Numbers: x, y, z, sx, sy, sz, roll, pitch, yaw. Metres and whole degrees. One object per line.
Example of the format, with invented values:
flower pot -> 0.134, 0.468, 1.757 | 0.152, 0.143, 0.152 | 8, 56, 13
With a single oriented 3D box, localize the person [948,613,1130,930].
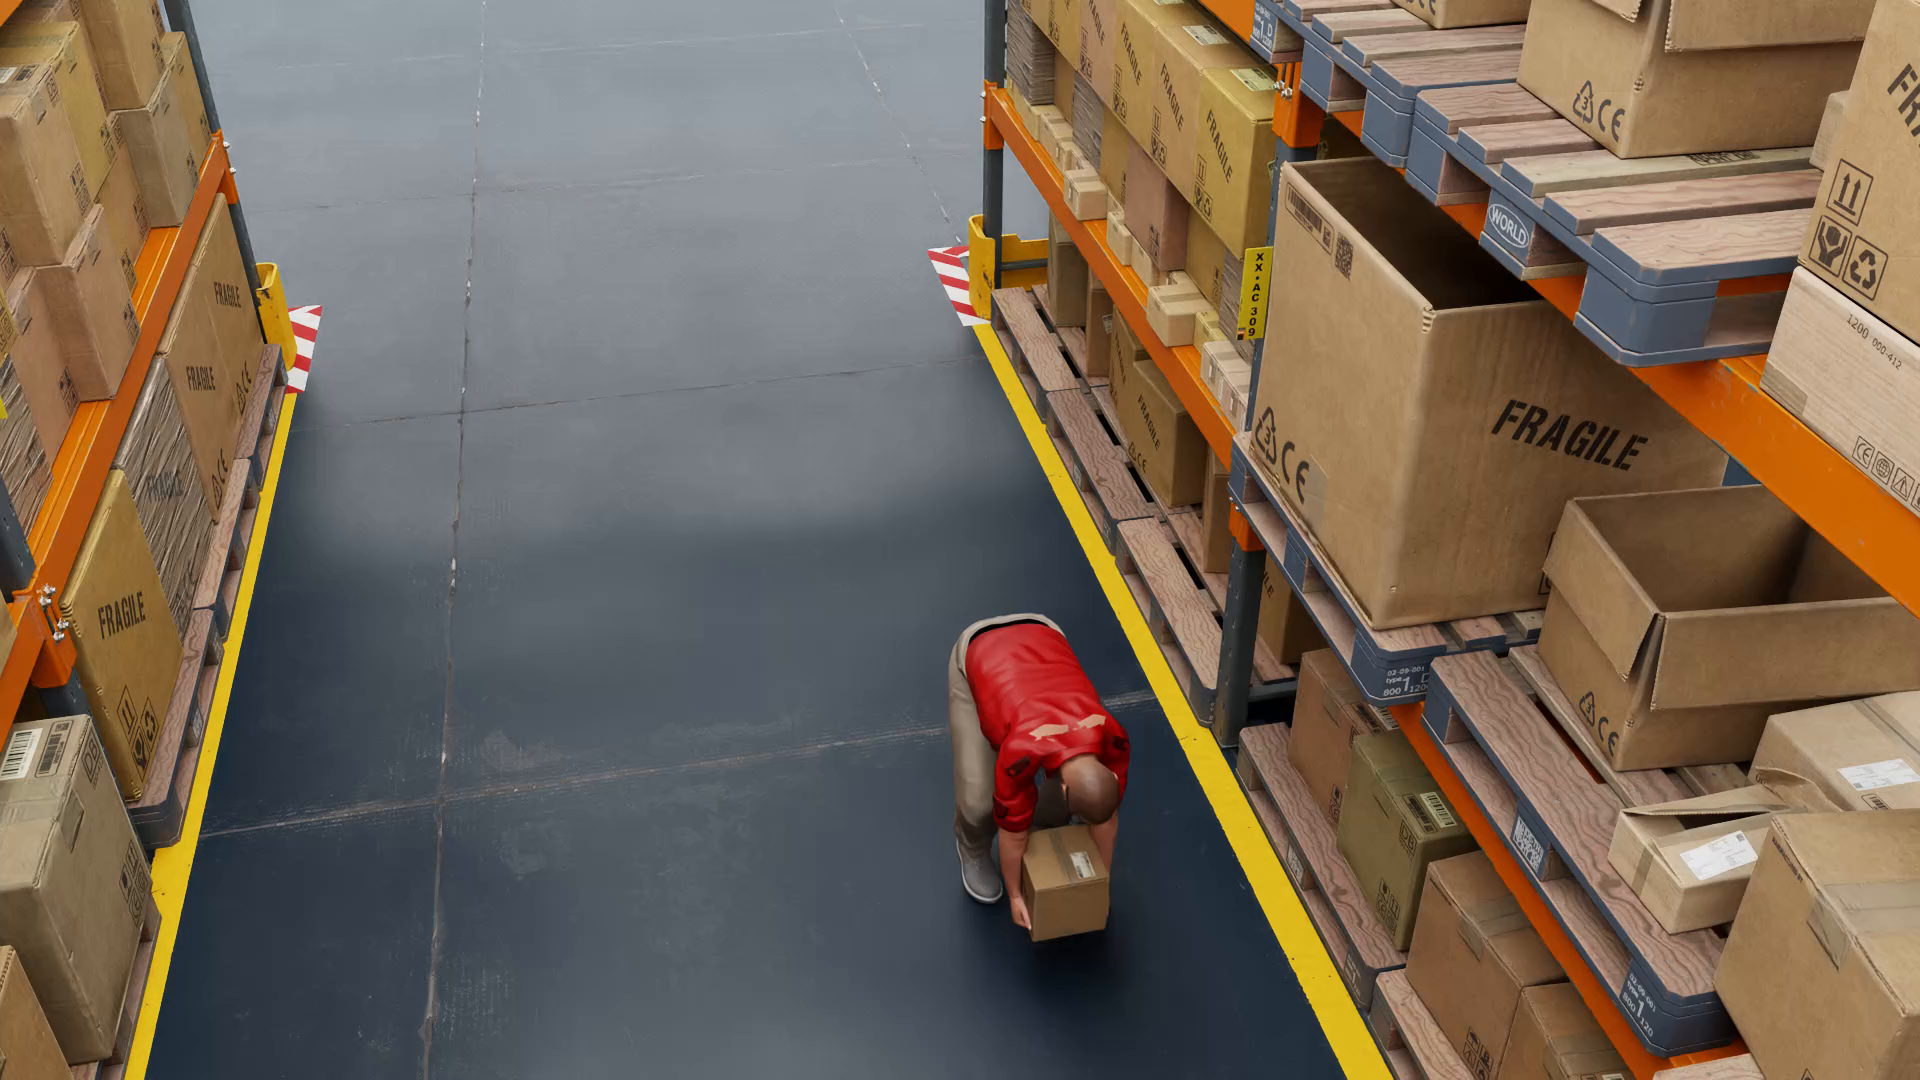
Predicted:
person -> 0.260, 0.851, 5.520 | 0.499, 1.038, 0.963 | -11, 36, -15
